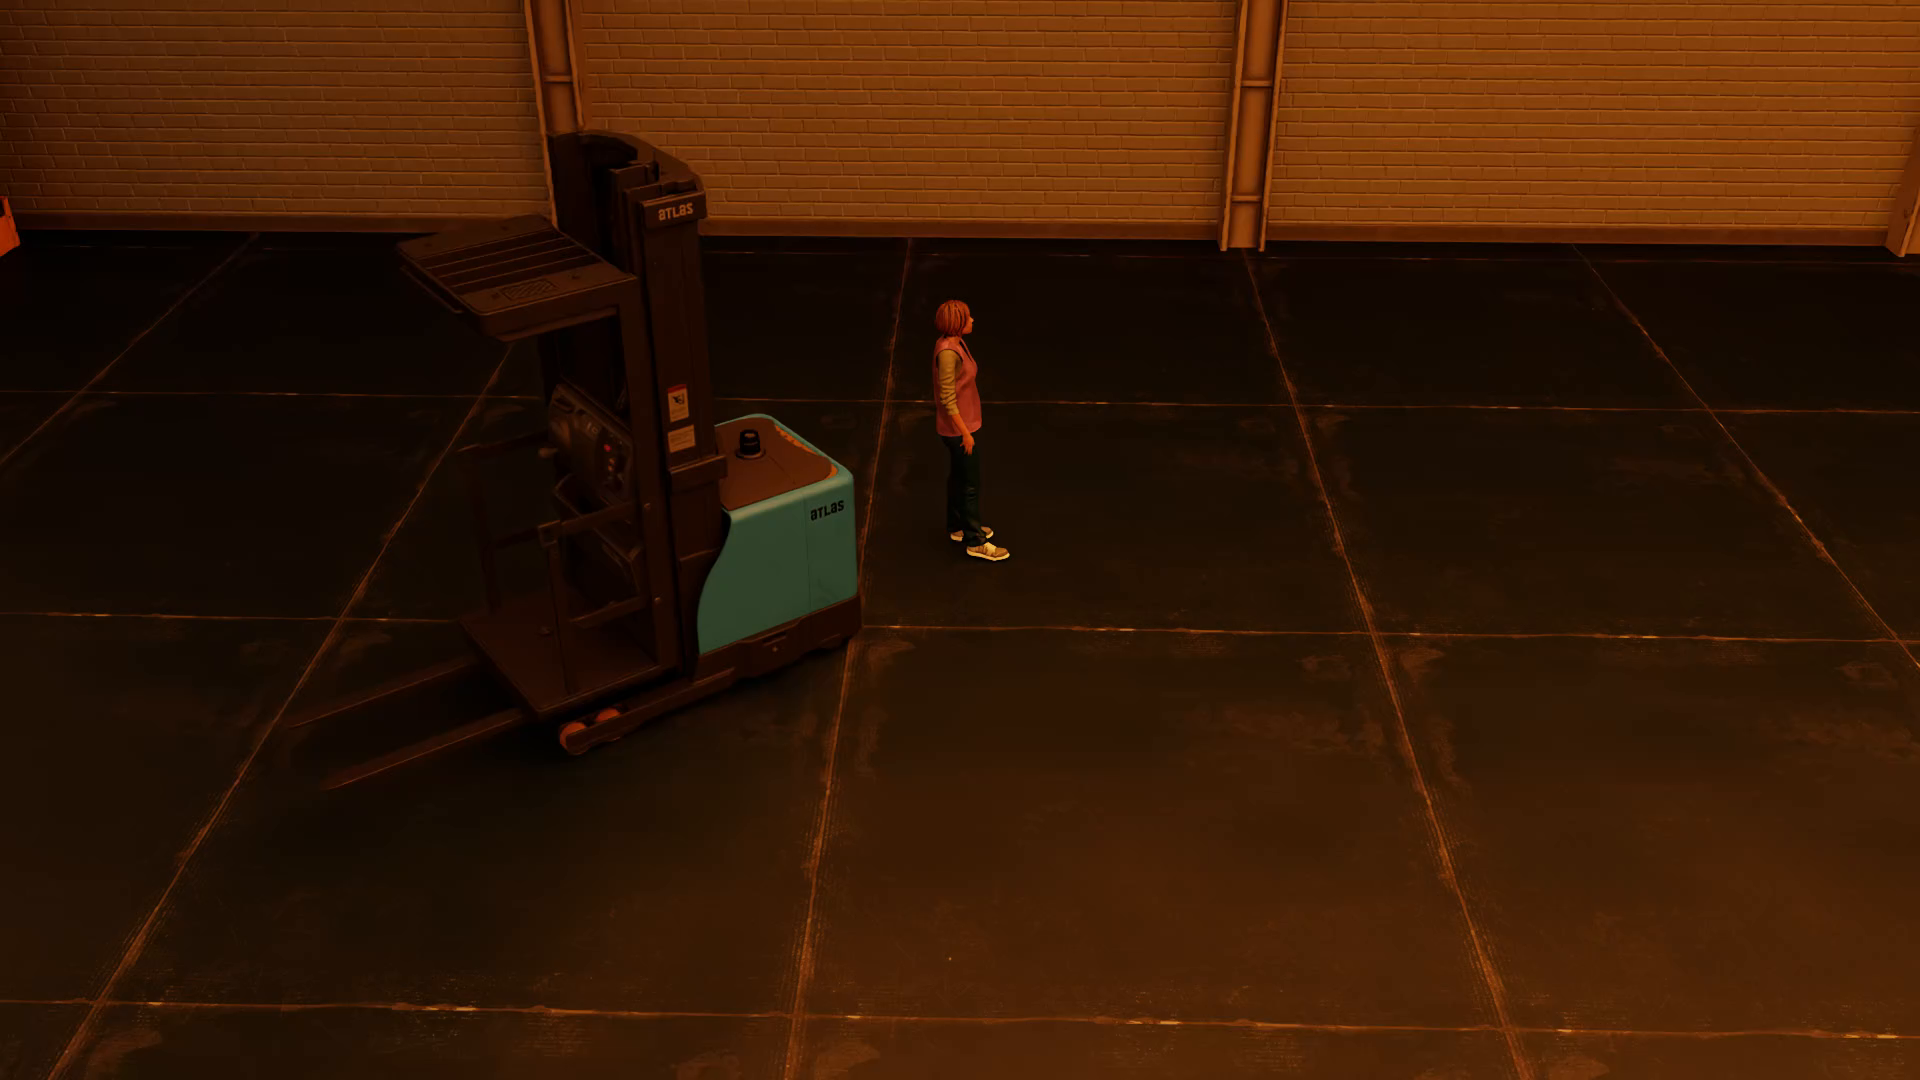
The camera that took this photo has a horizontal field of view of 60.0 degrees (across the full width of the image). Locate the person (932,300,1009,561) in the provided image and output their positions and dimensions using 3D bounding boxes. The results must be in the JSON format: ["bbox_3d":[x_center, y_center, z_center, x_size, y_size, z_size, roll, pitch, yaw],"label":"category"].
[{"bbox_3d":[0.074,-0.686,10.076,0.475,1.598,0.519,1,31,1],"label":"person"}]

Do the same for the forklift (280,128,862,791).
[{"bbox_3d":[-2.052,-0.455,8.386,3.031,2.935,1.130,-21,36,-31],"label":"forklift"}]
